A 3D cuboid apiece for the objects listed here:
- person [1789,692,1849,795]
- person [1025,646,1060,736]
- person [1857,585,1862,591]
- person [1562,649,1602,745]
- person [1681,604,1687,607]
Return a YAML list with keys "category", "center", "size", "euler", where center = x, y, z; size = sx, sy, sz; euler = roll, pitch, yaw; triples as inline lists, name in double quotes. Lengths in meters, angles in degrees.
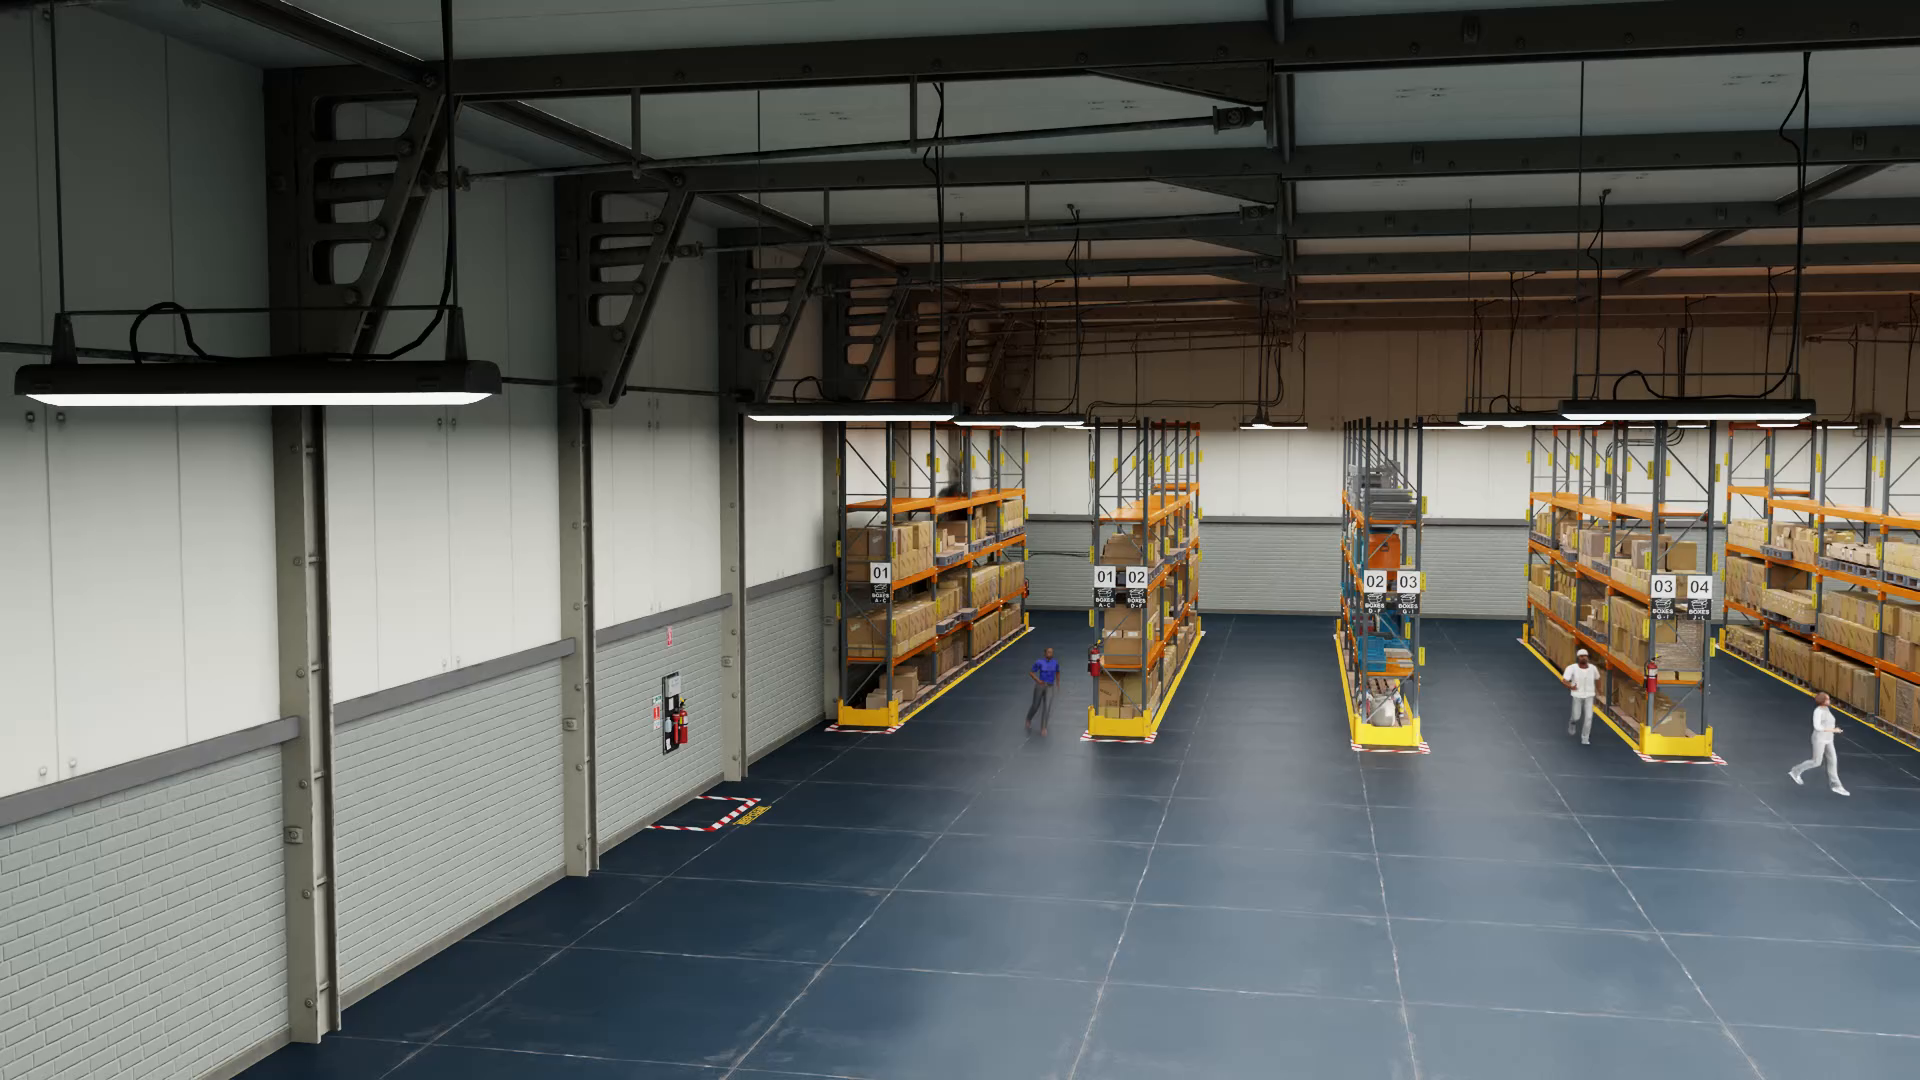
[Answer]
- category: "person"
  center: [13.634, 3.196, 26.333]
  size: [0.542, 1.591, 0.896]
  euler: [-3, 5, -41]
- category: "person"
  center: [1.623, 2.844, 31.643]
  size: [0.661, 1.636, 0.922]
  euler: [-1, 4, -10]
- category: "person"
  center: [24.266, 1.947, 44.774]
  size: [0.587, 1.742, 0.639]
  euler: [1, 4, 9]
- category: "person"
  center: [11.471, 2.871, 30.643]
  size: [0.711, 1.730, 0.780]
  euler: [0, 4, 7]
- category: "person"
  center: [18.615, 2.152, 42.394]
  size: [0.537, 1.711, 0.736]
  euler: [1, 4, 17]
